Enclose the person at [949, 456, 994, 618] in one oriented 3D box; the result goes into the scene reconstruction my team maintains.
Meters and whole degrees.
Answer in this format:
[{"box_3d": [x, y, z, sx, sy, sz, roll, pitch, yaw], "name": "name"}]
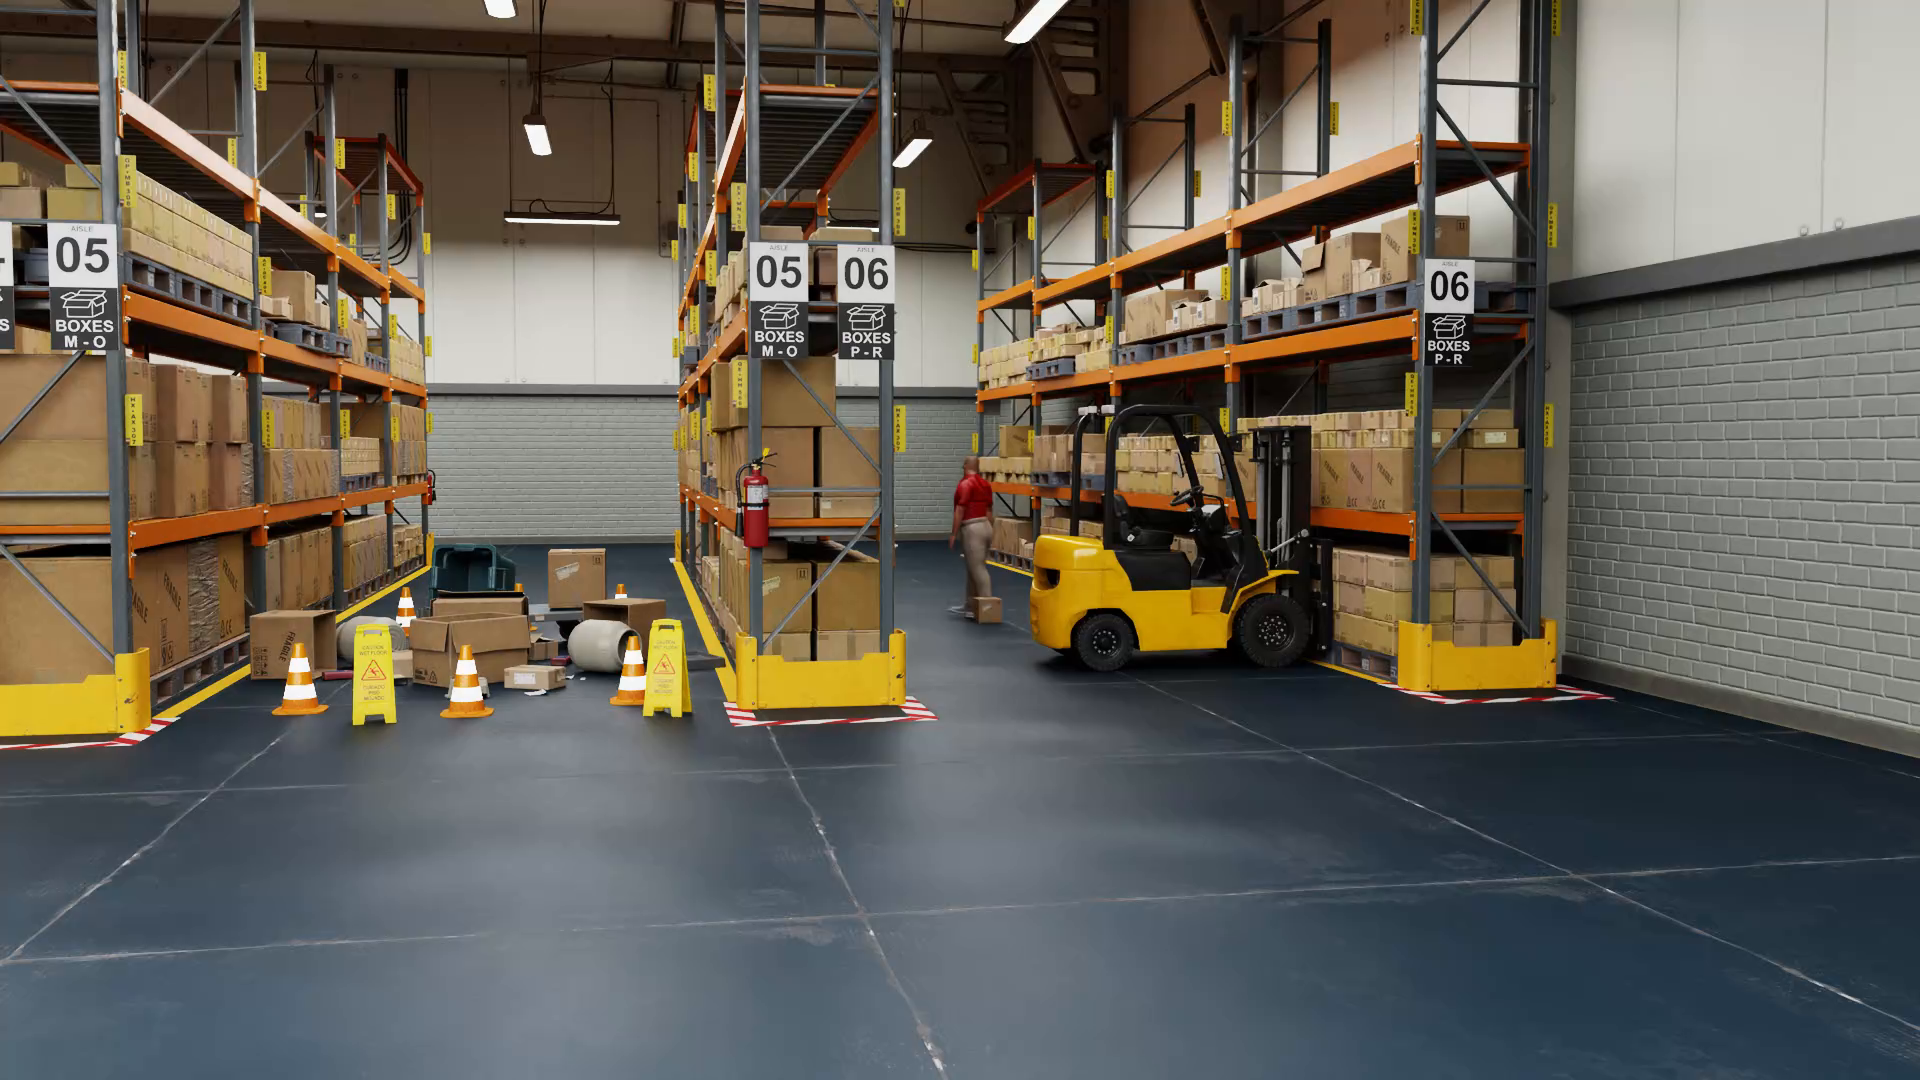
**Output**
[{"box_3d": [0.129, -0.043, 17.703, 0.652, 1.710, 0.614, 2, 3, 28], "name": "person"}]
